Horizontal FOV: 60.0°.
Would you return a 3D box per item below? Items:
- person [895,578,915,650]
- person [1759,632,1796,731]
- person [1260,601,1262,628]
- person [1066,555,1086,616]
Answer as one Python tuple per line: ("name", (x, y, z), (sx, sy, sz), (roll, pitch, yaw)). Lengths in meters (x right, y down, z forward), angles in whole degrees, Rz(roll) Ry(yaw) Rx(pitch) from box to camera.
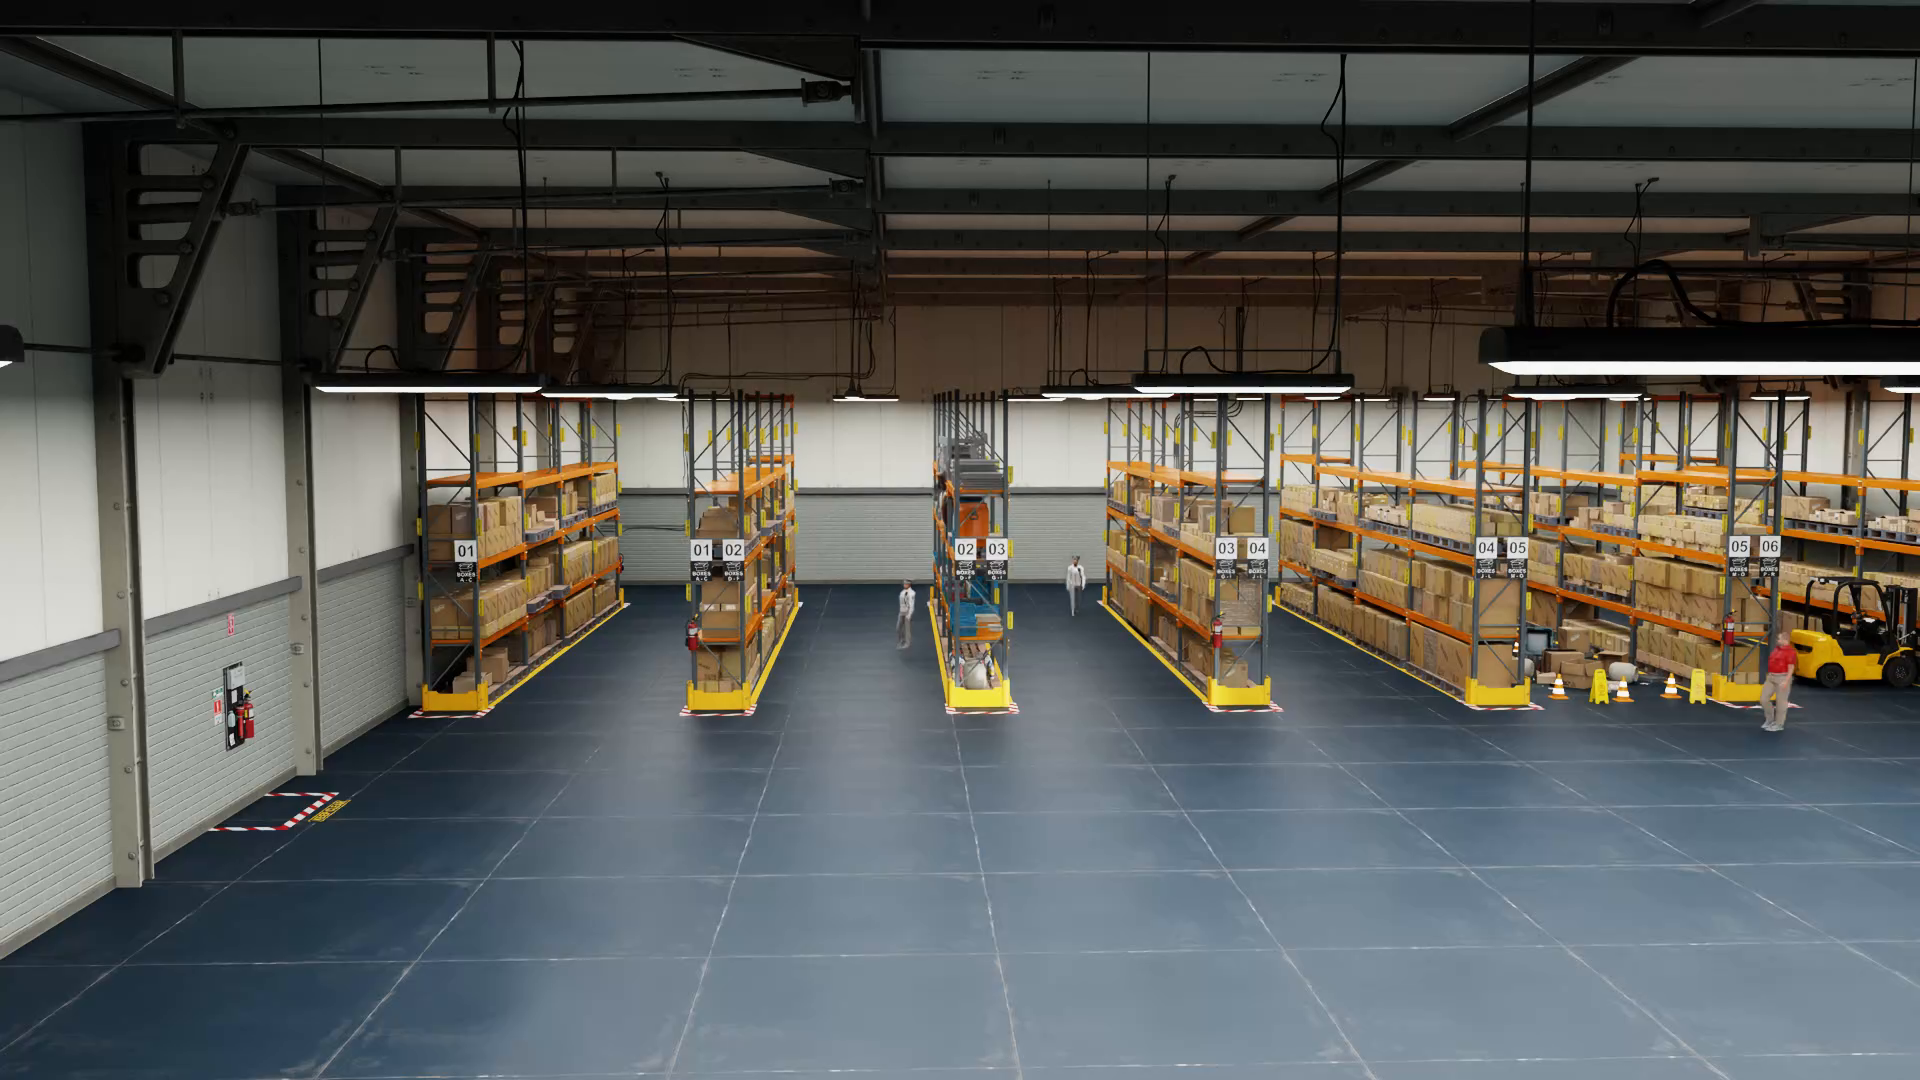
("person", (-1.280, 1.743, 38.779), (0.369, 1.721, 0.564), (-4, 6, -39))
("person", (14.374, 2.510, 29.234), (0.501, 1.778, 0.571), (-3, 5, -30))
("person", (7.261, 1.515, 40.579), (0.413, 1.793, 0.568), (0, 5, 6))
("person", (3.143, 1.227, 45.002), (0.500, 1.632, 0.996), (0, 5, -4))
